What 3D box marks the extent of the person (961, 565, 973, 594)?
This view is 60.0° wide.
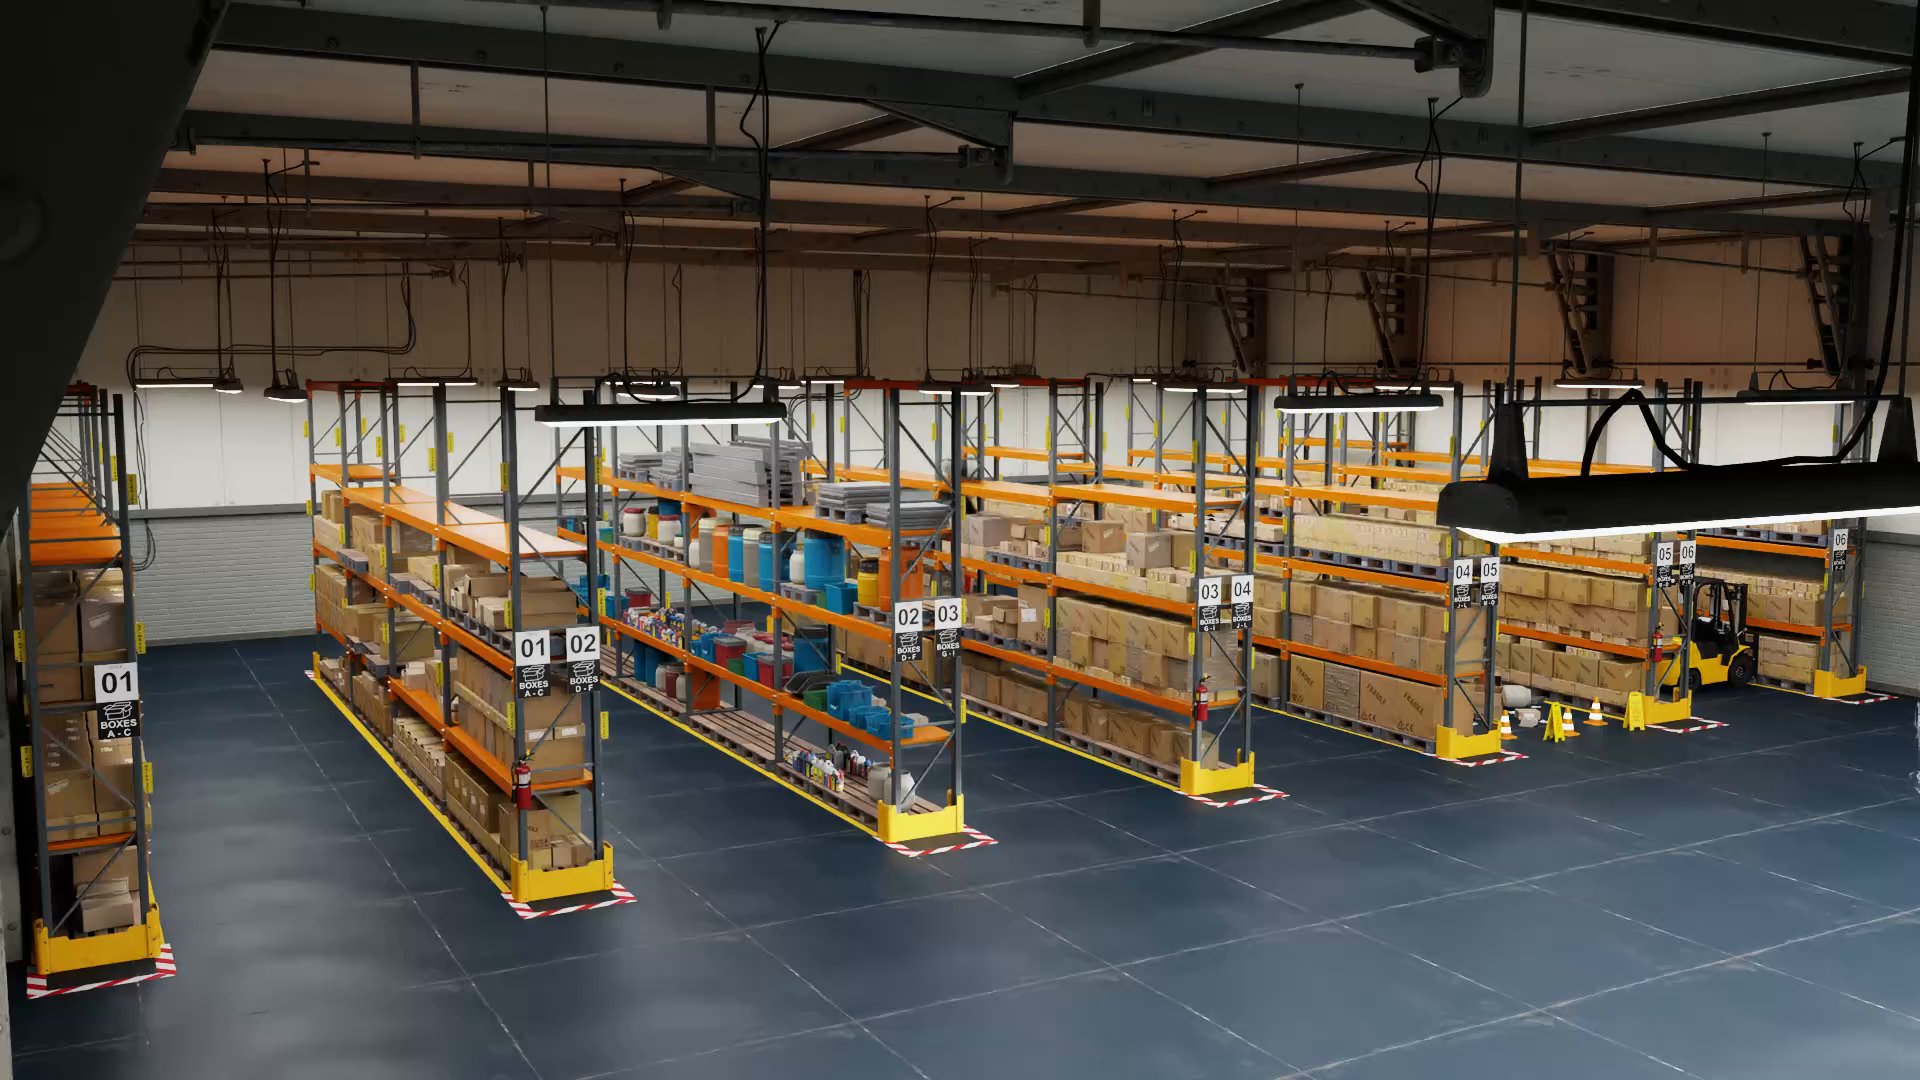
[{"bbox_3d":[0.021,1.442,38.086,0.673,1.792,0.914,-2,6,-21],"label":"person"}]

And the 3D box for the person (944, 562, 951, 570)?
[{"bbox_3d":[-0.230,1.147,41.544,0.528,1.630,0.706,5,8,41],"label":"person"}]
